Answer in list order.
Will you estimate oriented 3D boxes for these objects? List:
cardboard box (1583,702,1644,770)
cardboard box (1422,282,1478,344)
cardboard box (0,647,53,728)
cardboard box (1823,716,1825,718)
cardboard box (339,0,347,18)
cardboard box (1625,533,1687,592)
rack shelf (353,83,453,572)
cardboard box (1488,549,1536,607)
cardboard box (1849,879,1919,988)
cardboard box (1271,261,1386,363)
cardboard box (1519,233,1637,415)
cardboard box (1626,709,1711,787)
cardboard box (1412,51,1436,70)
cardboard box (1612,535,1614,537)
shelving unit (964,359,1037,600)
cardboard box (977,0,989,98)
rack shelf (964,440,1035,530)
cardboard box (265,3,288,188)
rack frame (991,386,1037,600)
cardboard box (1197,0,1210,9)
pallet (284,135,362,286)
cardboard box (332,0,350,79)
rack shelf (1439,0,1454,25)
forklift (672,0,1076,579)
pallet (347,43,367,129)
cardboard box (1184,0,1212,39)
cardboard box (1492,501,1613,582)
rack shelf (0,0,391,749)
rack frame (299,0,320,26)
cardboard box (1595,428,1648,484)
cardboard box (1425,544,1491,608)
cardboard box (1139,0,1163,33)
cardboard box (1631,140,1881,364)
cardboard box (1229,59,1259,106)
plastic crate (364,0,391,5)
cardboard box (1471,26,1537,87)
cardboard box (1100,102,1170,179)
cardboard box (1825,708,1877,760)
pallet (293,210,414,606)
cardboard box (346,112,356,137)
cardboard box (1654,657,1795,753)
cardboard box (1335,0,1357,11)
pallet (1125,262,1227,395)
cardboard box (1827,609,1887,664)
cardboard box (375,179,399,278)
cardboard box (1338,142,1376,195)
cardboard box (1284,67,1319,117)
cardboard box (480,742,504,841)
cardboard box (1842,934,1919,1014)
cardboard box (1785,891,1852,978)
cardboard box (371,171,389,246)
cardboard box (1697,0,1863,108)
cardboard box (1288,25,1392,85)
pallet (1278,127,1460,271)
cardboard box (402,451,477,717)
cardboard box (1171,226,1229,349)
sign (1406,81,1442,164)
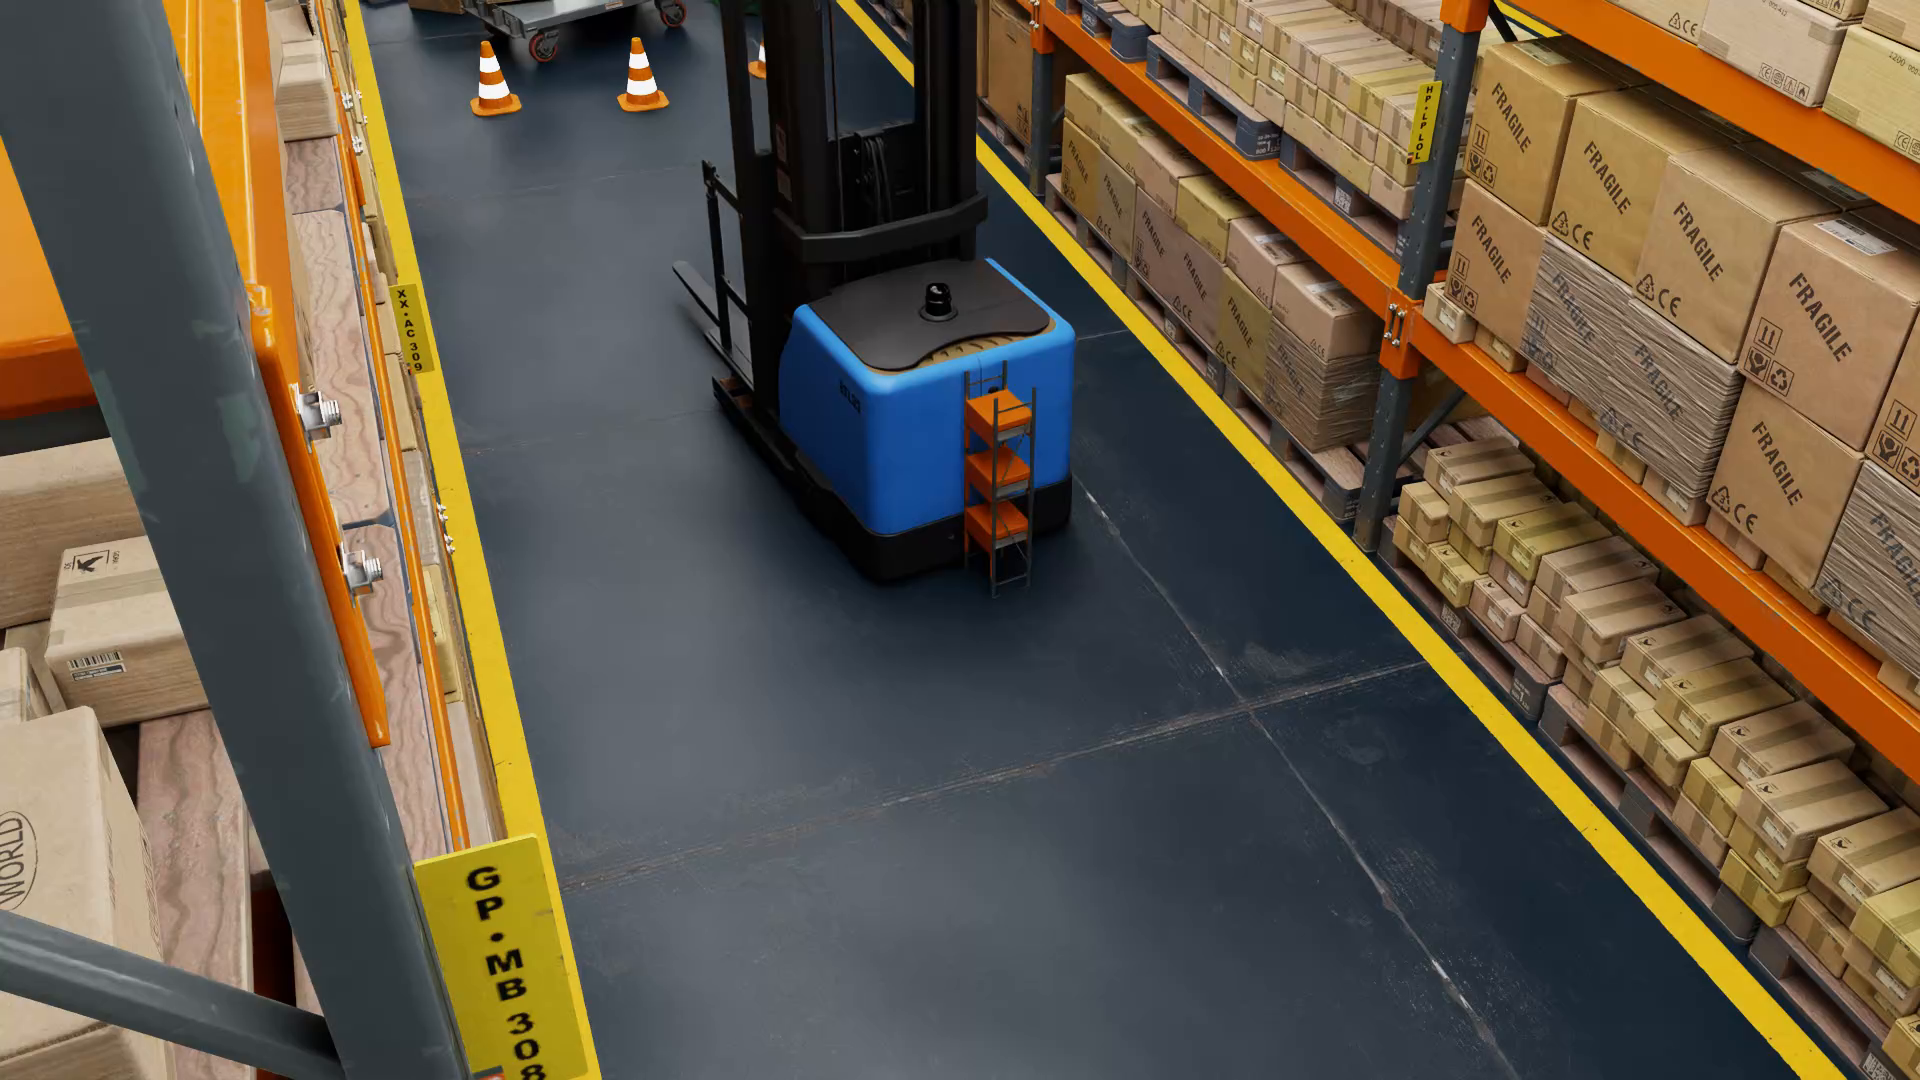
[{"bbox_3d":[2.623,0.700,6.348,0.380,0.149,0.250,-13,39,-17],"label":"cardboard box"},{"bbox_3d":[2.105,-0.939,6.713,0.380,0.149,0.250,-11,38,-14],"label":"cardboard box"},{"bbox_3d":[-1.380,0.313,2.125,0.380,0.149,0.250,-15,40,-19],"label":"cardboard box"},{"bbox_3d":[3.161,0.612,6.218,0.380,0.149,0.250,-11,38,-14],"label":"cardboard box"},{"bbox_3d":[-5.000,-4.163,12.721,0.500,0.250,0.500,-14,39,-18],"label":"cardboard box"},{"bbox_3d":[2.915,0.051,6.715,0.380,0.149,0.250,-11,38,-14],"label":"cardboard box"},{"bbox_3d":[-2.986,-1.028,7.220,1.077,0.370,4.000,-12,39,-16],"label":"rack shelf"},{"bbox_3d":[2.428,0.110,6.884,0.380,0.149,0.250,-13,39,-16],"label":"cardboard box"},{"bbox_3d":[3.030,1.205,5.183,0.380,0.149,0.250,-13,39,-17],"label":"cardboard box"},{"bbox_3d":[1.821,-1.105,7.829,0.500,0.250,0.500,-13,39,-17],"label":"cardboard box"},{"bbox_3d":[2.426,-0.816,6.010,0.500,0.500,0.500,-12,39,-16],"label":"cardboard box"},{"bbox_3d":[2.680,0.724,6.069,0.380,0.149,0.250,-12,39,-15],"label":"cardboard box"},{"bbox_3d":[2.341,-2.210,7.803,0.380,0.149,0.250,-14,39,-18],"label":"cardboard box"},{"bbox_3d":[2.935,-0.005,7.037,0.380,0.149,0.250,-14,39,-18],"label":"cardboard box"},{"bbox_3d":[0.168,-0.248,7.207,0.215,1.050,0.252,-18,41,-22],"label":"shelving unit"},{"bbox_3d":[0.509,-3.652,11.626,1.050,0.750,0.750,-12,39,-15],"label":"cardboard box"},{"bbox_3d":[0.168,-0.240,7.214,0.215,0.259,0.240,-18,41,-22],"label":"rack shelf"},{"bbox_3d":[-1.804,-0.877,3.411,0.797,0.503,0.637,-10,38,-12],"label":"cardboard box"},{"bbox_3d":[0.226,-0.184,7.121,0.200,1.050,0.008,-18,41,-22],"label":"rack frame"},{"bbox_3d":[1.369,-2.789,8.325,0.380,0.149,0.250,-11,38,-15],"label":"cardboard box"},{"bbox_3d":[-2.026,-0.884,4.011,1.003,0.211,1.213,-12,39,-16],"label":"pallet"},{"bbox_3d":[-3.067,-2.358,7.474,0.500,0.500,0.500,-12,39,-15],"label":"cardboard box"},{"bbox_3d":[1.627,-3.308,7.753,1.077,0.370,4.000,-12,39,-16],"label":"rack shelf"},{"bbox_3d":[-0.625,-1.867,7.792,1.130,2.935,3.031,-18,41,-22],"label":"forklift"},{"bbox_3d":[-4.782,-3.151,11.758,1.003,0.211,1.213,-12,39,-16],"label":"pallet"},{"bbox_3d":[1.361,-2.671,8.416,0.380,0.149,0.250,-13,39,-16],"label":"cardboard box"},{"bbox_3d":[2.412,0.004,6.778,0.380,0.149,0.250,-13,39,-17],"label":"cardboard box"},{"bbox_3d":[-1.610,-1.005,2.535,1.077,0.370,4.000,-12,39,-16],"label":"rack shelf"},{"bbox_3d":[-2.298,-2.582,3.698,1.000,3.000,0.127,-12,39,-16],"label":"rack frame"},{"bbox_3d":[2.518,-0.358,5.941,0.380,0.149,0.250,-12,39,-15],"label":"cardboard box"},{"bbox_3d":[2.230,0.126,7.110,0.380,0.149,0.250,-11,38,-15],"label":"cardboard box"},{"bbox_3d":[1.183,-2.844,8.892,0.380,0.149,0.250,-11,38,-14],"label":"cardboard box"},{"bbox_3d":[2.579,-0.939,5.343,0.500,0.500,0.500,-12,39,-15],"label":"cardboard box"},{"bbox_3d":[1.541,-2.253,8.108,0.380,0.149,0.250,-11,38,-14],"label":"cardboard box"},{"bbox_3d":[-4.821,-4.595,13.784,0.402,0.080,0.583,-27,45,-31],"label":"plastic crate"},{"bbox_3d":[2.424,-2.192,7.532,0.380,0.149,0.250,-12,39,-16],"label":"cardboard box"},{"bbox_3d":[1.123,-2.270,9.376,0.500,0.250,0.500,-13,39,-16],"label":"cardboard box"},{"bbox_3d":[3.359,0.620,5.960,0.380,0.149,0.250,-12,39,-15],"label":"cardboard box"},{"bbox_3d":[-1.610,-0.196,3.097,1.003,0.211,1.213,-12,39,-16],"label":"pallet"},{"bbox_3d":[-2.380,-1.215,5.955,0.500,0.500,0.500,-13,39,-16],"label":"cardboard box"},{"bbox_3d":[2.753,0.592,5.998,0.380,0.149,0.250,-12,39,-16],"label":"cardboard box"},{"bbox_3d":[2.069,-2.772,8.302,0.380,0.149,0.250,-11,38,-15],"label":"cardboard box"},{"bbox_3d":[1.622,-1.283,9.278,1.003,0.211,1.213,-12,39,-16],"label":"pallet"},{"bbox_3d":[2.953,0.221,5.172,0.380,0.149,0.250,-14,39,-18],"label":"cardboard box"},{"bbox_3d":[-2.706,-1.298,7.105,0.500,0.250,0.500,-13,39,-17],"label":"cardboard box"},{"bbox_3d":[1.902,-1.665,7.327,0.380,0.149,0.250,-12,39,-16],"label":"cardboard box"},{"bbox_3d":[1.720,-2.080,7.631,0.380,0.149,0.250,-14,39,-17],"label":"cardboard box"},{"bbox_3d":[-1.363,0.853,4.041,0.500,0.500,0.500,-11,38,-14],"label":"cardboard box"},{"bbox_3d":[3.061,1.312,5.288,0.380,0.149,0.250,-14,39,-18],"label":"cardboard box"},{"bbox_3d":[3.024,1.281,5.577,0.380,0.149,0.250,-12,39,-15],"label":"cardboard box"},{"bbox_3d":[-2.539,-1.212,6.574,0.500,0.250,0.500,-12,39,-15],"label":"cardboard box"},{"bbox_3d":[2.568,-1.510,4.893,0.500,0.250,0.500,-11,38,-14],"label":"cardboard box"},{"bbox_3d":[1.723,-2.205,7.550,0.380,0.149,0.250,-13,39,-16],"label":"cardboard box"},{"bbox_3d":[2.189,-1.653,7.610,1.003,0.211,1.213,-12,39,-16],"label":"pallet"},{"bbox_3d":[-1.525,0.159,4.132,0.500,0.500,0.500,-12,39,-15],"label":"cardboard box"},{"bbox_3d":[1.475,-1.383,8.822,0.500,0.500,0.500,-13,39,-17],"label":"cardboard box"},{"bbox_3d":[1.795,-1.613,6.436,0.100,0.325,0.005,-12,39,-16],"label":"sign"}]
